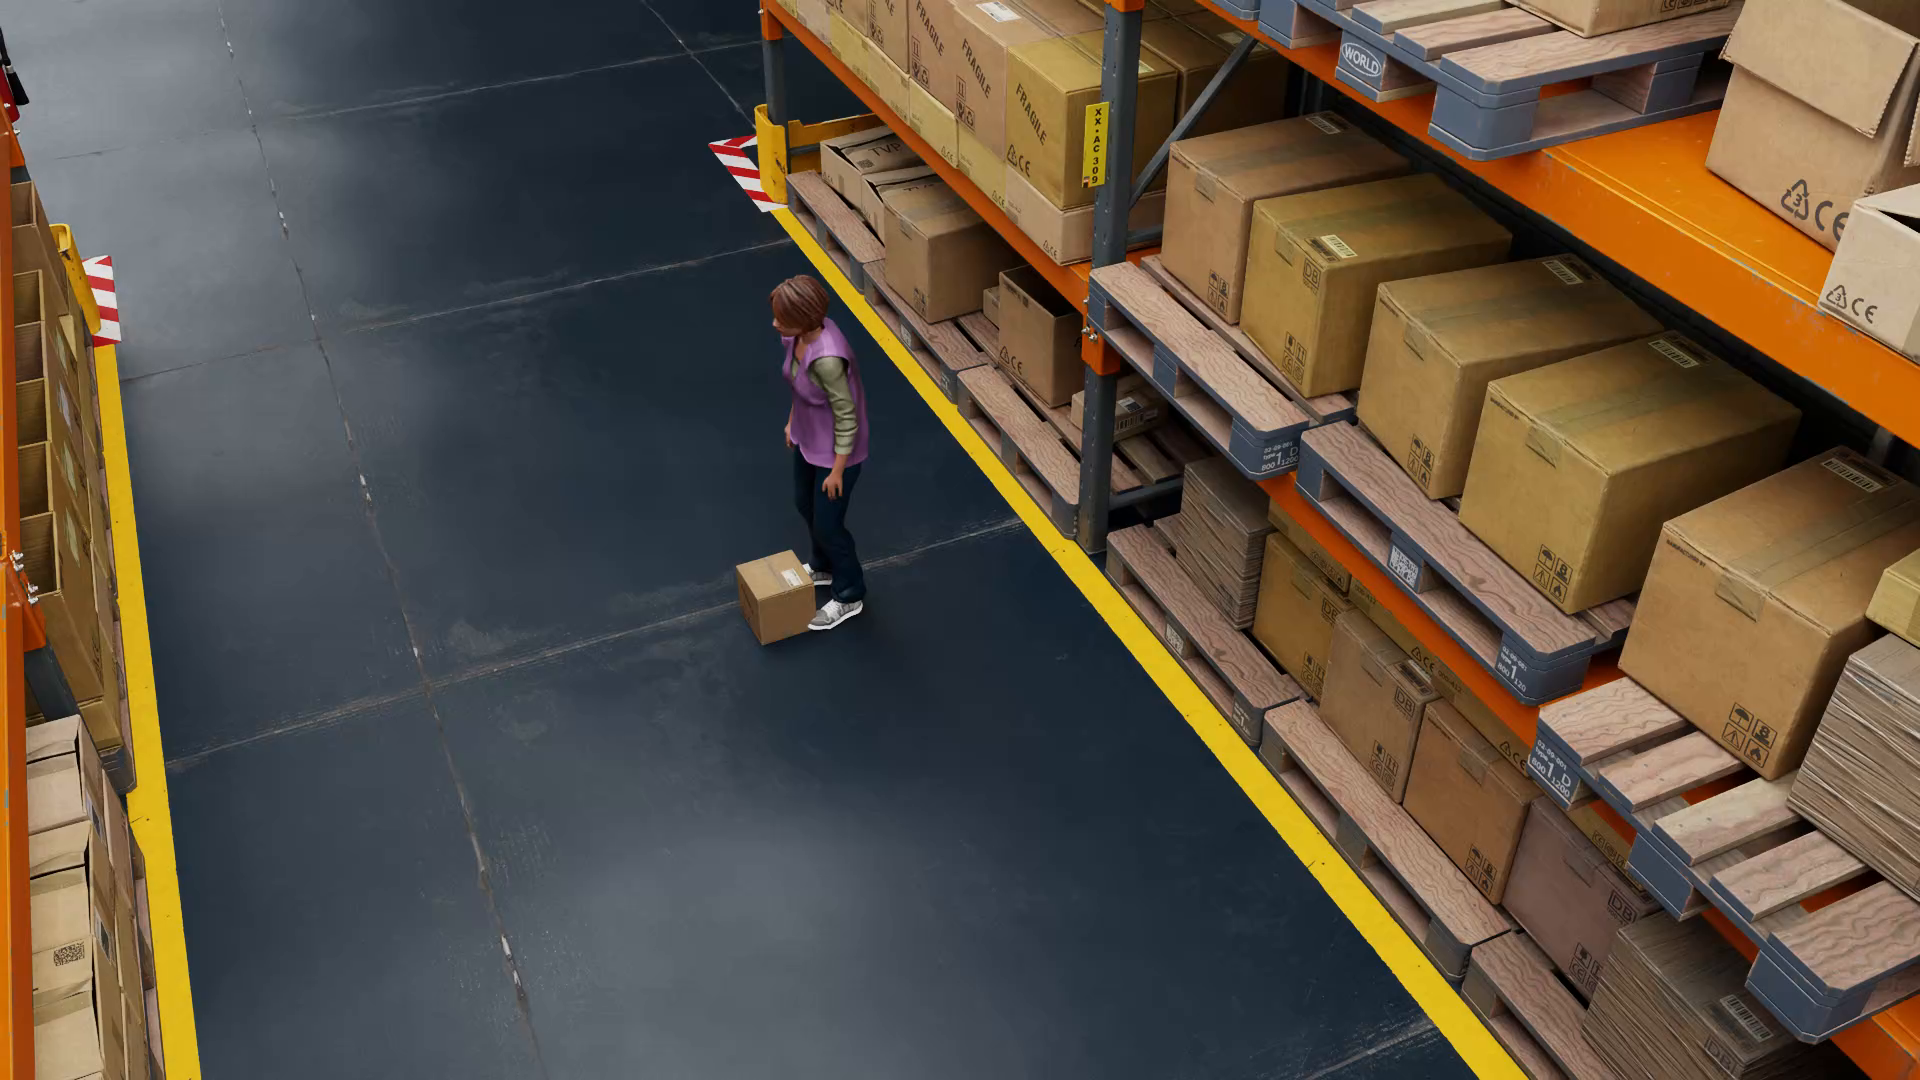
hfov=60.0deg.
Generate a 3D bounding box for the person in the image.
[{"bbox_3d":[-0.550,-0.354,6.625,0.346,1.582,0.477,-17,41,-21],"label":"person"}]
